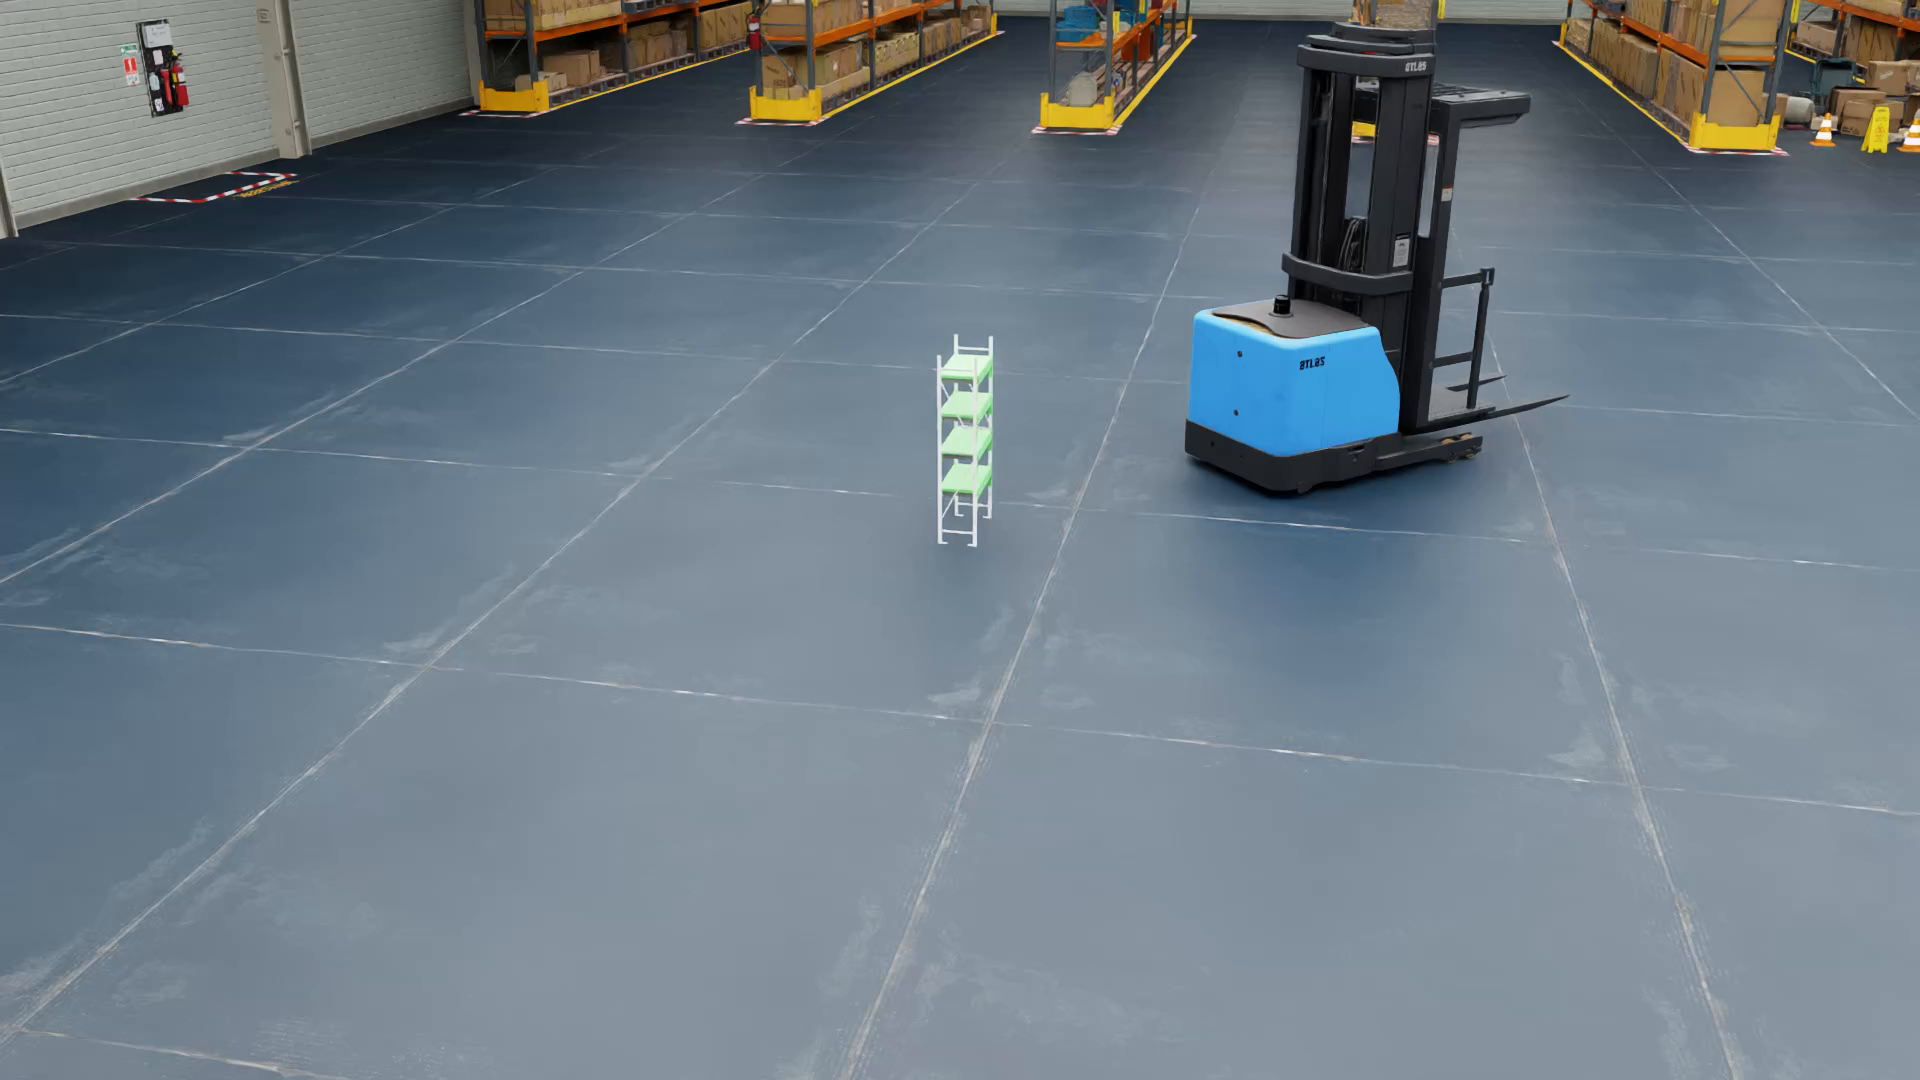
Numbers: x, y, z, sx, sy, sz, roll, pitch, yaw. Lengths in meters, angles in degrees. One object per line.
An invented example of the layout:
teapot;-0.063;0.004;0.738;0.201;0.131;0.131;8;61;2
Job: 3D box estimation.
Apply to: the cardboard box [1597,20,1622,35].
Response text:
cardboard box;13.549;-10.642;34.543;0.500;0.250;0.500;5;22;12

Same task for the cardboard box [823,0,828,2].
cardboard box;-2.468;-9.241;28.283;0.380;0.149;0.250;4;22;10

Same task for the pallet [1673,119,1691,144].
pallet;11.703;-6.320;25.764;1.003;0.211;1.213;4;22;11

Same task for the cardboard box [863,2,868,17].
cardboard box;-2.042;-10.064;31.527;0.500;0.250;0.500;6;23;14

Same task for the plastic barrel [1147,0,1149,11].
plastic barrel;3.478;-10.539;32.357;0.421;0.512;0.421;0;22;0

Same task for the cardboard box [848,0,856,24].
cardboard box;-2.285;-9.640;30.141;0.700;0.500;0.500;4;22;10

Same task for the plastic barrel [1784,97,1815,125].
plastic barrel;13.703;-7.051;27.296;0.421;0.421;0.512;-16;27;-35

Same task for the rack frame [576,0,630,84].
rack frame;-6.950;-10.326;31.978;1.000;3.000;0.127;4;22;11

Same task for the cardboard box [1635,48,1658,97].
cardboard box;12.471;-8.163;29.057;1.050;0.750;0.750;4;22;11

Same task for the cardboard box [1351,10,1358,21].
cardboard box;8.937;-10.766;35.352;1.225;0.875;0.875;4;22;9

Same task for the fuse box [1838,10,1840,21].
fuse box;22.902;-14.079;43.022;0.539;1.711;0.414;4;22;11

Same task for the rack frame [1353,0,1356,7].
rack frame;10.046;-13.582;40.062;1.000;3.000;0.127;4;22;11

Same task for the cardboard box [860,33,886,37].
cardboard box;-1.777;-10.230;34.108;0.500;0.311;0.500;4;22;10

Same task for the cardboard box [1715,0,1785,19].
cardboard box;11.730;-8.019;24.602;0.875;0.550;0.550;4;22;11

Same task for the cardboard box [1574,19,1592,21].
cardboard box;14.503;-12.040;38.690;0.380;0.149;0.250;5;22;12

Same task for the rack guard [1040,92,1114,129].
rack guard;1.902;-6.980;27.016;1.175;0.500;0.348;4;22;11

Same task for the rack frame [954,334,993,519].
rack frame;0.084;-0.706;10.501;0.240;1.200;0.015;4;22;11

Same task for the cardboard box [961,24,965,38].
cardboard box;-0.170;-11.970;39.069;0.500;0.311;0.500;4;22;11

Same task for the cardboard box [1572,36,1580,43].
cardboard box;14.189;-11.409;37.920;0.380;0.149;0.250;3;22;8

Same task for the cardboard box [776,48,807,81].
cardboard box;-2.908;-8.340;29.161;0.500;0.500;0.500;4;22;11

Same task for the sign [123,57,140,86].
sign;-10.450;-5.912;20.971;0.001;0.329;0.234;4;22;11

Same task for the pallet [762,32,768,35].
pallet;-5.086;-12.231;40.439;1.003;0.211;1.213;4;22;11

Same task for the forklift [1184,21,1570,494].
forklift;3.110;-2.059;11.544;3.031;2.935;1.130;-13;25;-29

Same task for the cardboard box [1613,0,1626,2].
cardboard box;12.899;-10.535;32.271;0.380;0.149;0.250;5;22;12

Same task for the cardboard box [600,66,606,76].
cardboard box;-7.030;-9.018;31.934;0.380;0.166;0.250;2;22;4

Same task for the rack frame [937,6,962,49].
rack frame;-0.467;-12.876;38.309;1.000;3.000;0.127;4;22;11

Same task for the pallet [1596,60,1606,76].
pallet;13.661;-9.678;34.102;1.003;0.211;1.213;4;22;11

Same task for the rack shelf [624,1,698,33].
rack shelf;-6.542;-10.724;33.929;1.077;0.370;4.000;4;22;11

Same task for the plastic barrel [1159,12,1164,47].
plastic barrel;4.253;-11.521;37.190;0.600;0.901;0.708;4;22;11

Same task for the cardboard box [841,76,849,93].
cardboard box;-2.281;-8.134;29.654;0.500;0.250;0.500;4;22;11

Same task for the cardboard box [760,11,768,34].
cardboard box;-5.065;-12.553;40.291;0.700;0.500;0.500;5;22;12

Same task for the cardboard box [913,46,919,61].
cardboard box;-1.152;-10.121;34.588;0.500;0.250;0.500;5;22;12

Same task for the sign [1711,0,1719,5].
sign;11.088;-8.009;24.357;0.100;0.325;0.005;4;22;11

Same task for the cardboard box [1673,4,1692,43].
cardboard box;12.053;-8.321;26.798;0.875;0.550;0.550;4;22;11

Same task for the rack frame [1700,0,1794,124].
rack frame;11.616;-7.315;24.503;1.000;3.000;0.127;4;22;11

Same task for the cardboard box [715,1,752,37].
cardboard box;-5.323;-12.202;38.951;0.750;0.750;0.750;5;22;12

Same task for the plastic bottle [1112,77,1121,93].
plastic bottle;2.757;-8.007;29.276;0.152;0.276;0.135;5;22;12

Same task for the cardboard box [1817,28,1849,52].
cardboard box;19.347;-10.919;36.317;0.875;0.438;0.875;4;22;9

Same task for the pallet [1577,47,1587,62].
pallet;14.167;-10.659;36.537;1.003;0.211;1.213;4;22;11

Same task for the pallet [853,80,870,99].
pallet;-2.303;-8.369;30.851;1.003;0.211;1.213;4;22;11

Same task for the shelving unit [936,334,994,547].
shelving unit;0.034;-0.617;10.280;0.258;1.200;0.503;4;22;11

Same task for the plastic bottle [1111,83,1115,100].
plastic bottle;2.607;-7.686;28.486;0.097;0.271;0.097;0;22;0

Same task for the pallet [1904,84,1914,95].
pallet;17.954;-8.322;30.734;1.003;0.211;1.213;4;22;11

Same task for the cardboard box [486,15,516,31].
cardboard box;-7.861;-8.989;28.831;0.500;0.250;0.500;5;22;12

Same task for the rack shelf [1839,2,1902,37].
rack shelf;18.523;-10.299;32.873;1.077;0.370;4.000;4;22;11

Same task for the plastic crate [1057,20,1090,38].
plastic crate;1.880;-8.482;27.598;0.499;0.251;0.408;4;22;11

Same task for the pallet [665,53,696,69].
pallet;-6.295;-10.210;35.422;1.003;0.211;1.213;4;22;11

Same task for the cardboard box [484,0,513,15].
cardboard box;-7.878;-9.339;28.698;0.500;0.500;0.500;4;22;10

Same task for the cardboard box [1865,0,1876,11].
cardboard box;18.248;-10.596;32.848;0.500;0.250;0.500;4;22;10

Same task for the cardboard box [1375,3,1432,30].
cardboard box;6.920;-8.114;25.953;0.875;0.500;0.500;4;22;11

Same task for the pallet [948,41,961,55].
pallet;-0.596;-11.282;38.084;1.003;0.211;1.213;4;22;11

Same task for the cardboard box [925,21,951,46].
cardboard box;-0.499;-11.354;37.288;0.500;0.500;0.500;5;22;12

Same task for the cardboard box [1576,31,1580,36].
cardboard box;14.329;-11.623;38.055;0.380;0.149;0.250;3;22;8

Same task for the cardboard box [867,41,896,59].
cardboard box;-1.560;-9.634;32.626;0.500;0.311;0.500;4;22;9

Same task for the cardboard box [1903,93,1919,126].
cardboard box;15.748;-6.991;27.041;0.500;0.500;0.500;-16;27;-35

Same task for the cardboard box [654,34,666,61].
cardboard box;-6.522;-10.203;34.429;0.700;0.500;0.500;4;22;11
